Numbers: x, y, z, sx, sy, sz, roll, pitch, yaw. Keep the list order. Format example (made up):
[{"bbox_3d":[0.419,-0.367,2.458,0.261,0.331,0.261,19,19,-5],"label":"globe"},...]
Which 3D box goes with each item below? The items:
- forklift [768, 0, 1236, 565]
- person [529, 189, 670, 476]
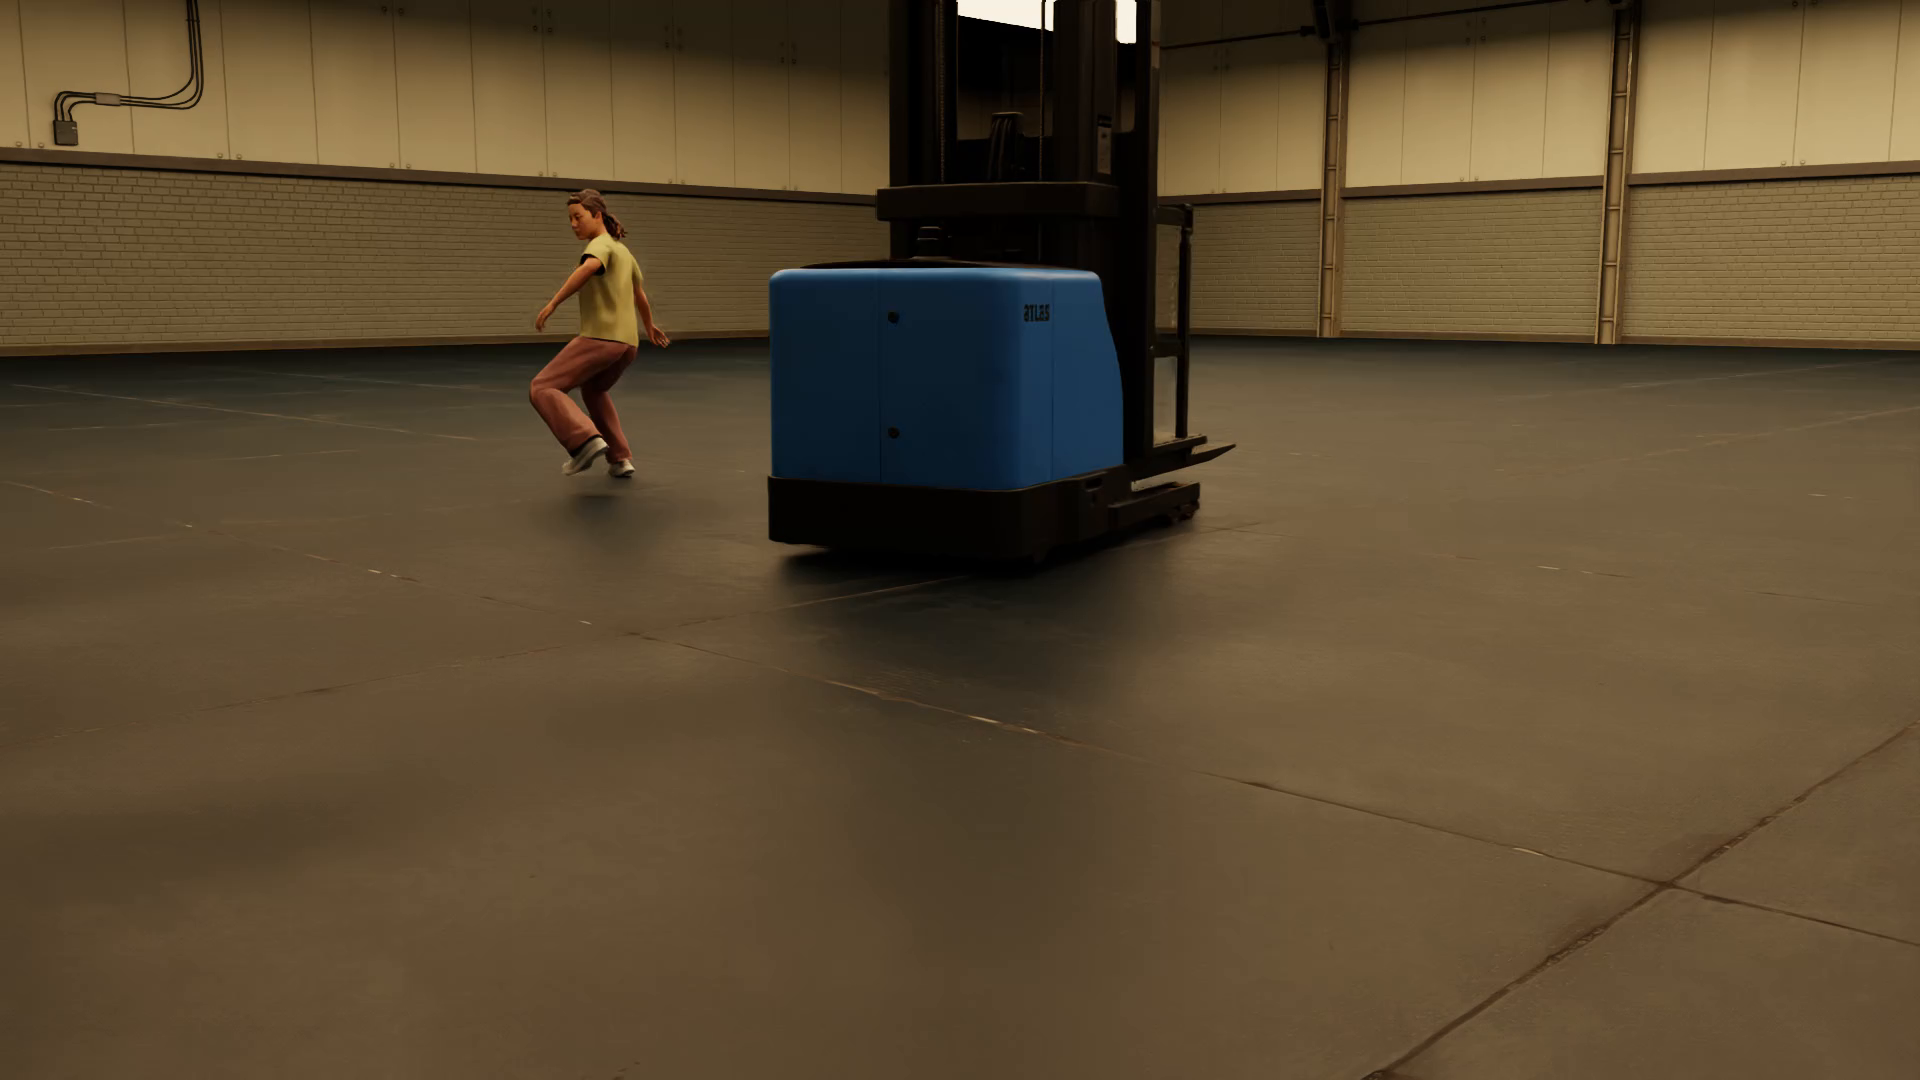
[{"bbox_3d":[0.410,-1.540,7.104,1.130,2.935,3.031,4,10,27],"label":"forklift"},{"bbox_3d":[-1.864,-1.034,8.685,0.508,1.567,1.073,2,9,15],"label":"person"}]
